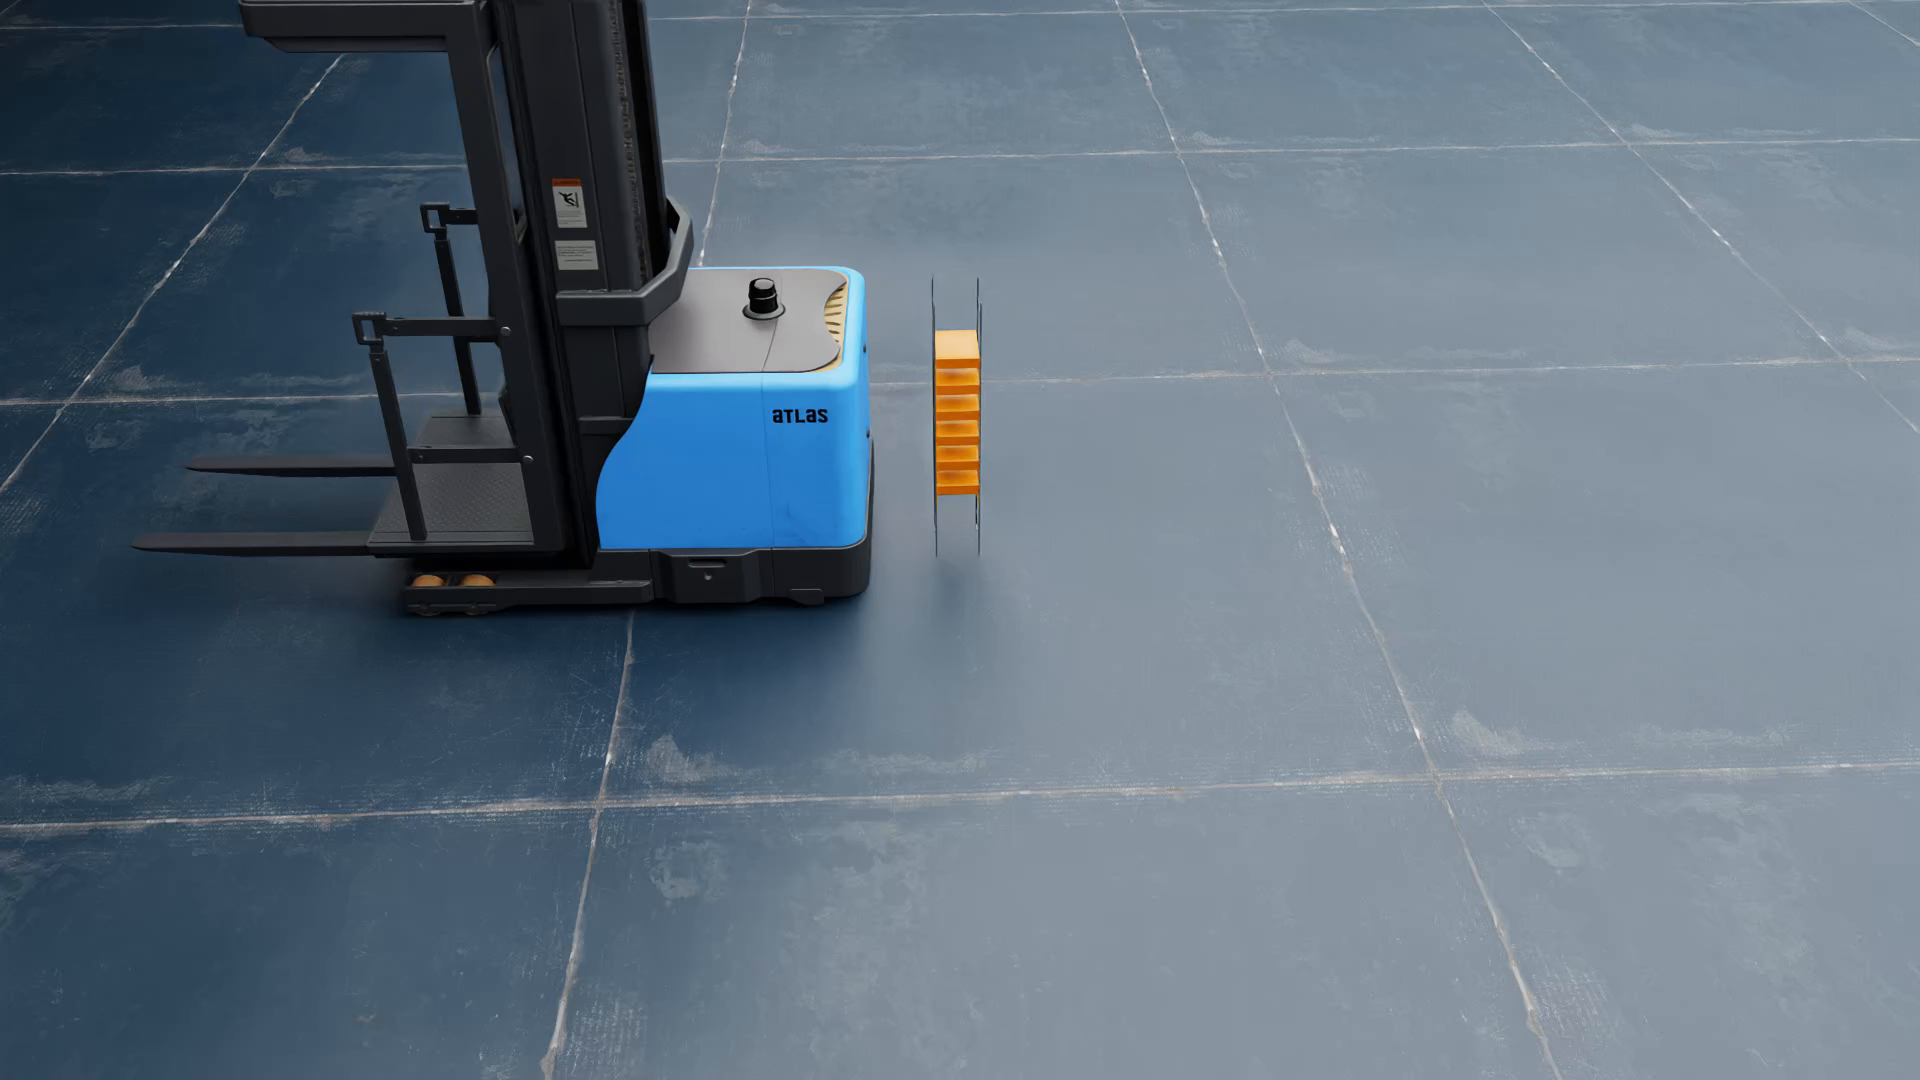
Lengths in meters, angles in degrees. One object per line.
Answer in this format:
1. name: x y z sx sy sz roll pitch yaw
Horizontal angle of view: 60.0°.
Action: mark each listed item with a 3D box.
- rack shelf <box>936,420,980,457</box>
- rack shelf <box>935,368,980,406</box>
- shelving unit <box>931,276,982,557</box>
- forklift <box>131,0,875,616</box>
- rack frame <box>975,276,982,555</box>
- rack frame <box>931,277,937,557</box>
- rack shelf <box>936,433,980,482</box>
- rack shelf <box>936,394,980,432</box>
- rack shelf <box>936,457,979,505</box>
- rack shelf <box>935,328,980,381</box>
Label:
1. rack shelf: -0.014 -0.456 6.933 0.180 0.103 0.258 -2 35 -2
2. rack shelf: -0.014 -0.654 6.797 0.180 0.103 0.258 -2 35 -2
3. shelving unit: -0.014 -0.493 6.908 0.189 1.200 0.258 -2 35 -2
4. forklift: -1.897 -1.200 6.408 3.031 2.935 1.130 -1 35 -1
5. rack frame: 0.077 -0.495 6.912 0.006 1.200 0.240 -2 35 -2
6. rack frame: -0.106 -0.491 6.904 0.006 1.200 0.240 -2 35 -2
7. rack shelf: -0.014 -0.358 7.002 0.180 0.103 0.258 -2 35 -2
8. rack shelf: -0.014 -0.555 6.865 0.180 0.103 0.258 -2 35 -2
9. rack shelf: -0.014 -0.259 7.070 0.180 0.103 0.258 -2 35 -2
10. rack shelf: -0.014 -0.752 6.728 0.180 0.103 0.258 -2 35 -2
